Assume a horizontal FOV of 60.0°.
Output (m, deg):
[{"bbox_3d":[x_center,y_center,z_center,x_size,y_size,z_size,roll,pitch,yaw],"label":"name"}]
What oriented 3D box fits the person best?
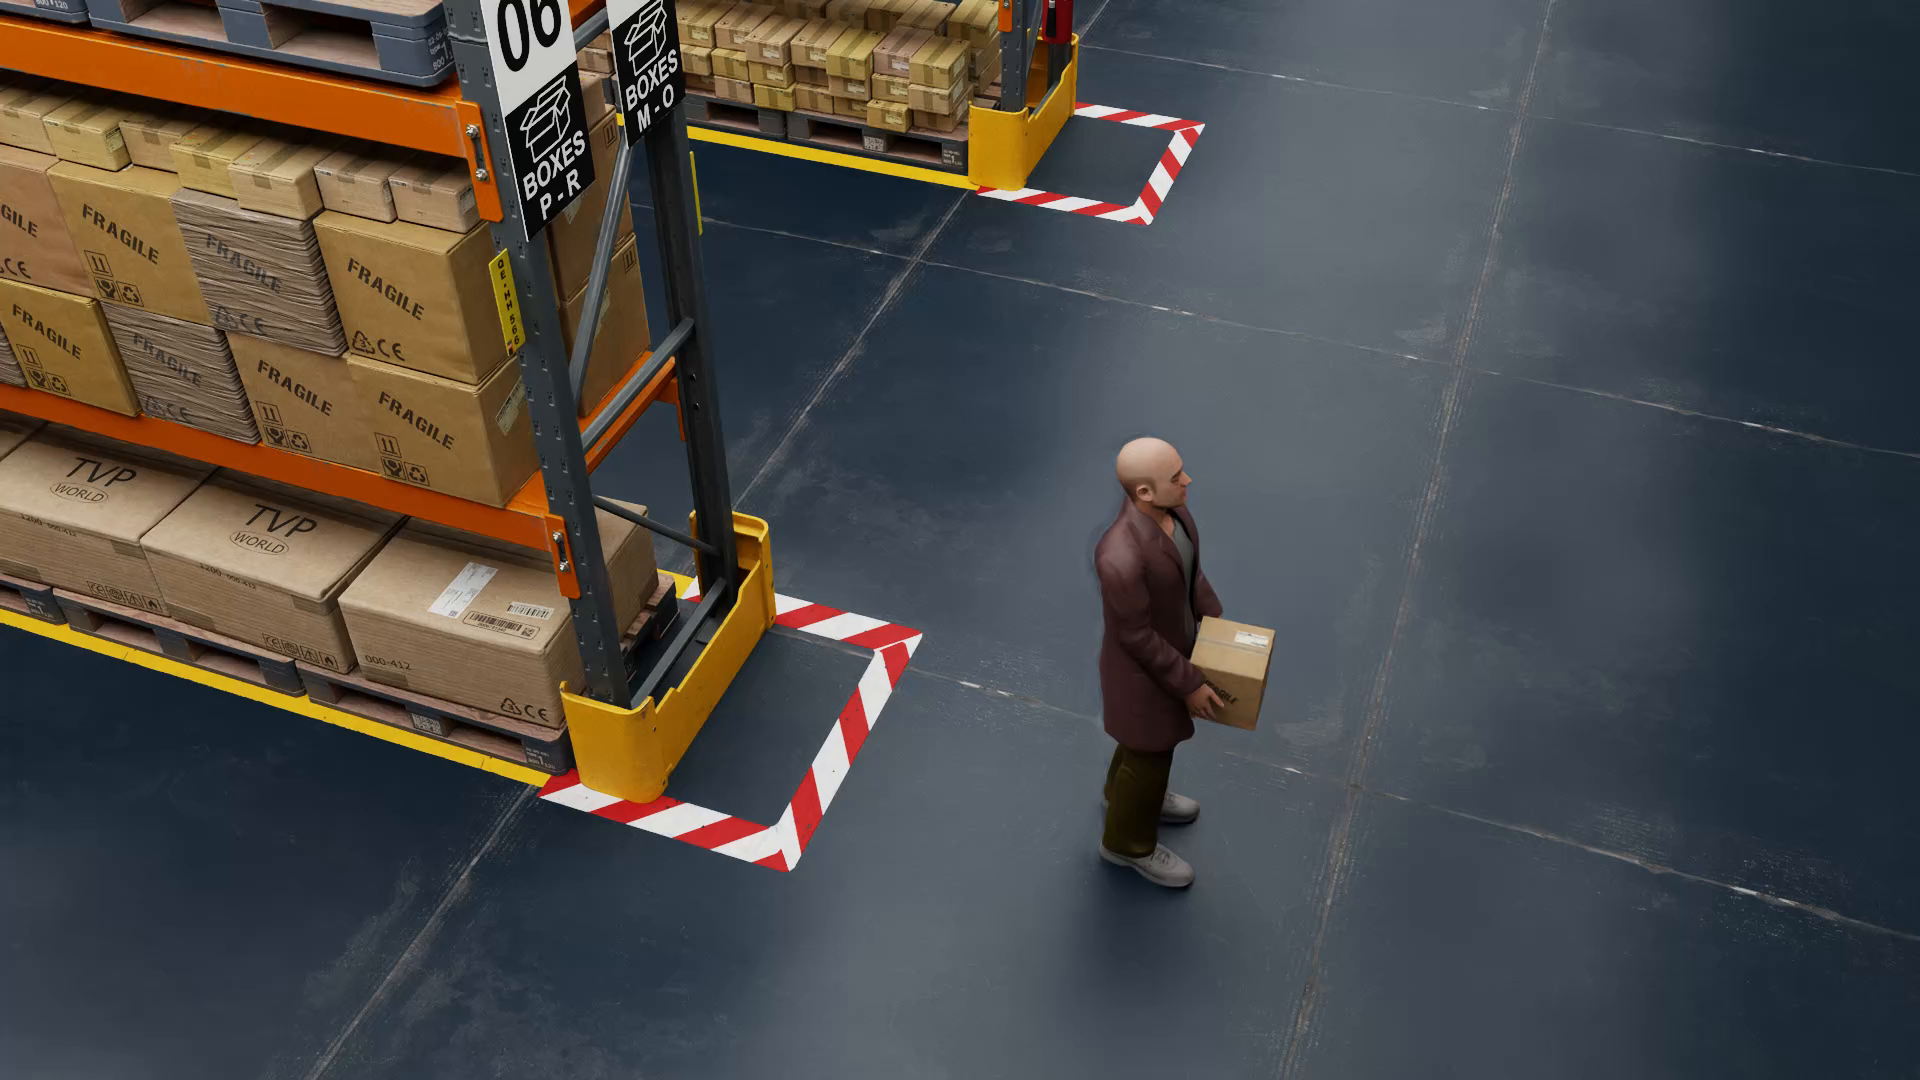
[{"bbox_3d":[0.711,0.407,5.700,0.481,1.784,0.585,14,43,15],"label":"person"}]
